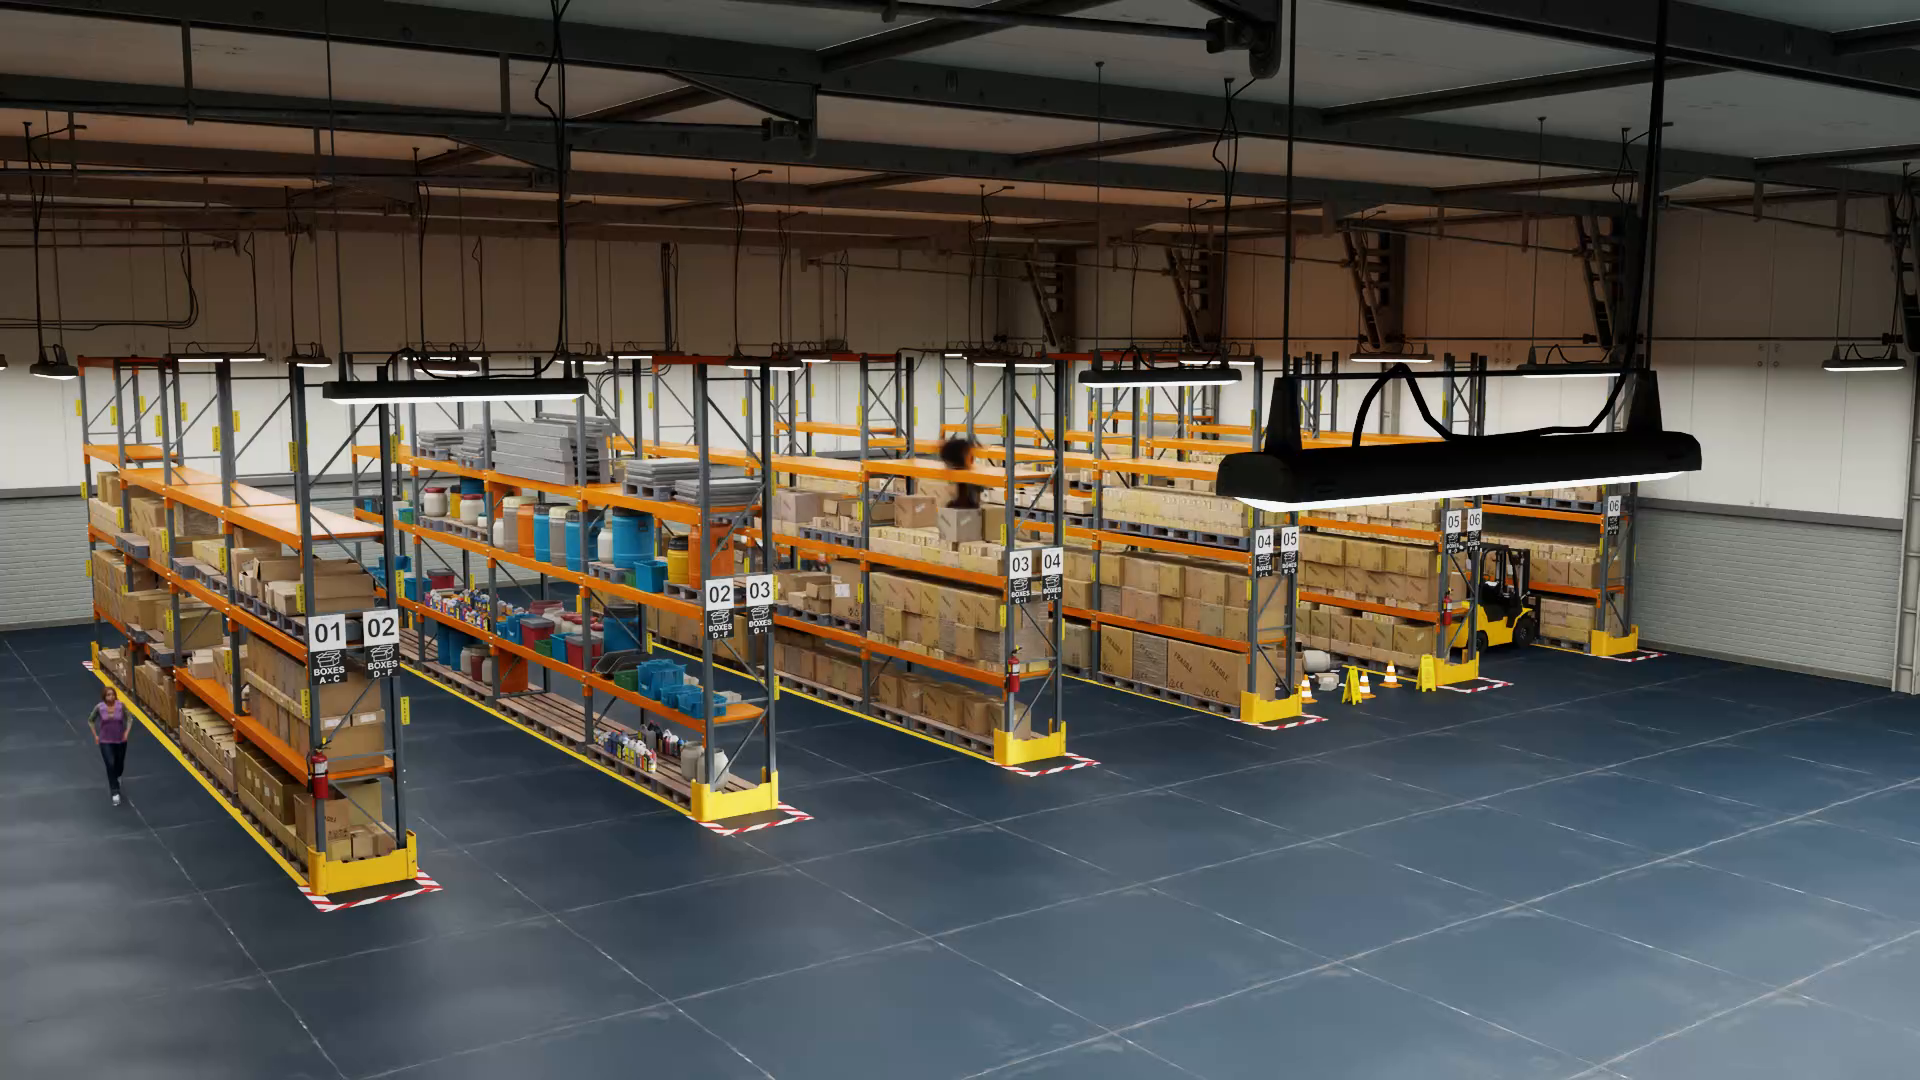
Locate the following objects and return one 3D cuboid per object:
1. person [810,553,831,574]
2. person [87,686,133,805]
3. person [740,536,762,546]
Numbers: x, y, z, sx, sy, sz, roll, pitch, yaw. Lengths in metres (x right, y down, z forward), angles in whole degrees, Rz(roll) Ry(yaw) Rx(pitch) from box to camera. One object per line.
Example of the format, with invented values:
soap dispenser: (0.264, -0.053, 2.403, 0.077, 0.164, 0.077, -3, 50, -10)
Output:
person: (-2.955, 1.160, 35.685, 0.625, 1.774, 0.799, -4, 8, -29)
person: (-11.679, 2.784, 22.888, 0.558, 1.604, 0.800, -4, 8, -32)
person: (-5.275, 0.422, 42.033, 0.626, 1.701, 0.688, 2, 7, 13)
